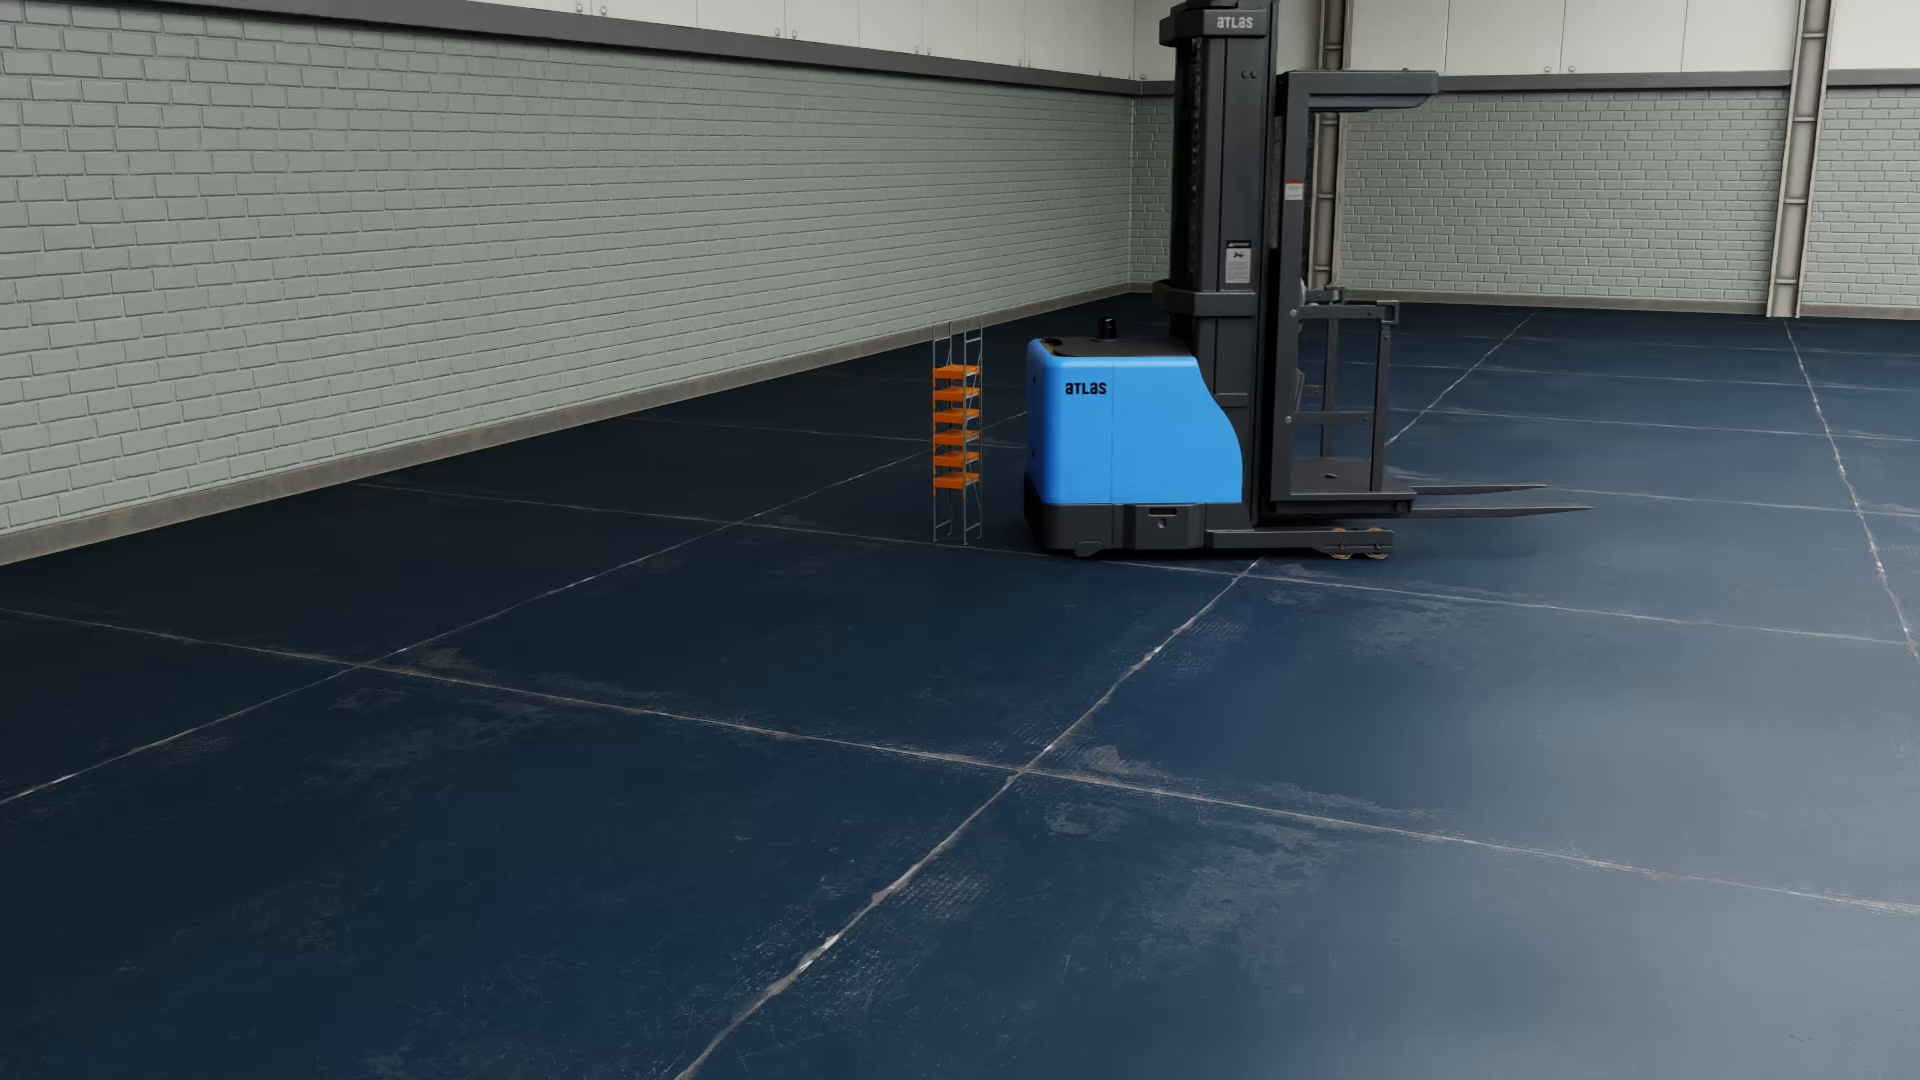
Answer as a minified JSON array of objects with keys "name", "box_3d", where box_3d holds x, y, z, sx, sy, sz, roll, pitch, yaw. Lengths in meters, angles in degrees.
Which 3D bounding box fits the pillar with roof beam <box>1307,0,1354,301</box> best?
[{"name":"pillar with roof beam","box_3d":[3.505,-6.959,19.213,0.400,9.000,9.100,6,14,23]}]

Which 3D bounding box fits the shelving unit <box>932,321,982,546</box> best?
[{"name":"shelving unit","box_3d":[-0.013,-0.585,9.123,0.189,1.200,0.258,6,14,23]}]

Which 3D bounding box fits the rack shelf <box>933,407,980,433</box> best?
[{"name":"rack shelf","box_3d":[-0.013,-0.659,9.106,0.180,0.103,0.258,6,14,23]}]

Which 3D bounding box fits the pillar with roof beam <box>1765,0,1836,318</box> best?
[{"name":"pillar with roof beam","box_3d":[8.990,-6.404,16.847,0.400,9.000,9.100,6,14,23]}]

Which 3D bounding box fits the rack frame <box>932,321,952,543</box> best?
[{"name":"rack frame","box_3d":[-0.097,-0.594,9.160,0.006,1.200,0.240,6,14,23]}]

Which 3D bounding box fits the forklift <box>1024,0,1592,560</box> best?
[{"name":"forklift","box_3d":[1.904,-1.444,8.991,3.031,2.935,1.130,-1,13,-3]}]

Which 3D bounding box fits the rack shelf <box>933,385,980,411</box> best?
[{"name":"rack shelf","box_3d":[-0.013,-0.776,9.079,0.180,0.103,0.258,6,14,23]}]

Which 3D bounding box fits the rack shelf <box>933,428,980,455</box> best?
[{"name":"rack shelf","box_3d":[-0.013,-0.542,9.134,0.180,0.103,0.258,6,14,23]}]

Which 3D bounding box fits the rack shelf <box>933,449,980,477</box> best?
[{"name":"rack shelf","box_3d":[-0.013,-0.425,9.161,0.180,0.103,0.258,6,14,23]}]

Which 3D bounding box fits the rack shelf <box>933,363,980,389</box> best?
[{"name":"rack shelf","box_3d":[-0.013,-0.893,9.051,0.180,0.103,0.258,6,14,23]}]

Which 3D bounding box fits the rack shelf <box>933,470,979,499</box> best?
[{"name":"rack shelf","box_3d":[-0.013,-0.309,9.188,0.180,0.103,0.258,6,14,23]}]

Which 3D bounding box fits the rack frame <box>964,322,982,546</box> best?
[{"name":"rack frame","box_3d":[0.070,-0.577,9.087,0.006,1.200,0.240,6,14,23]}]
